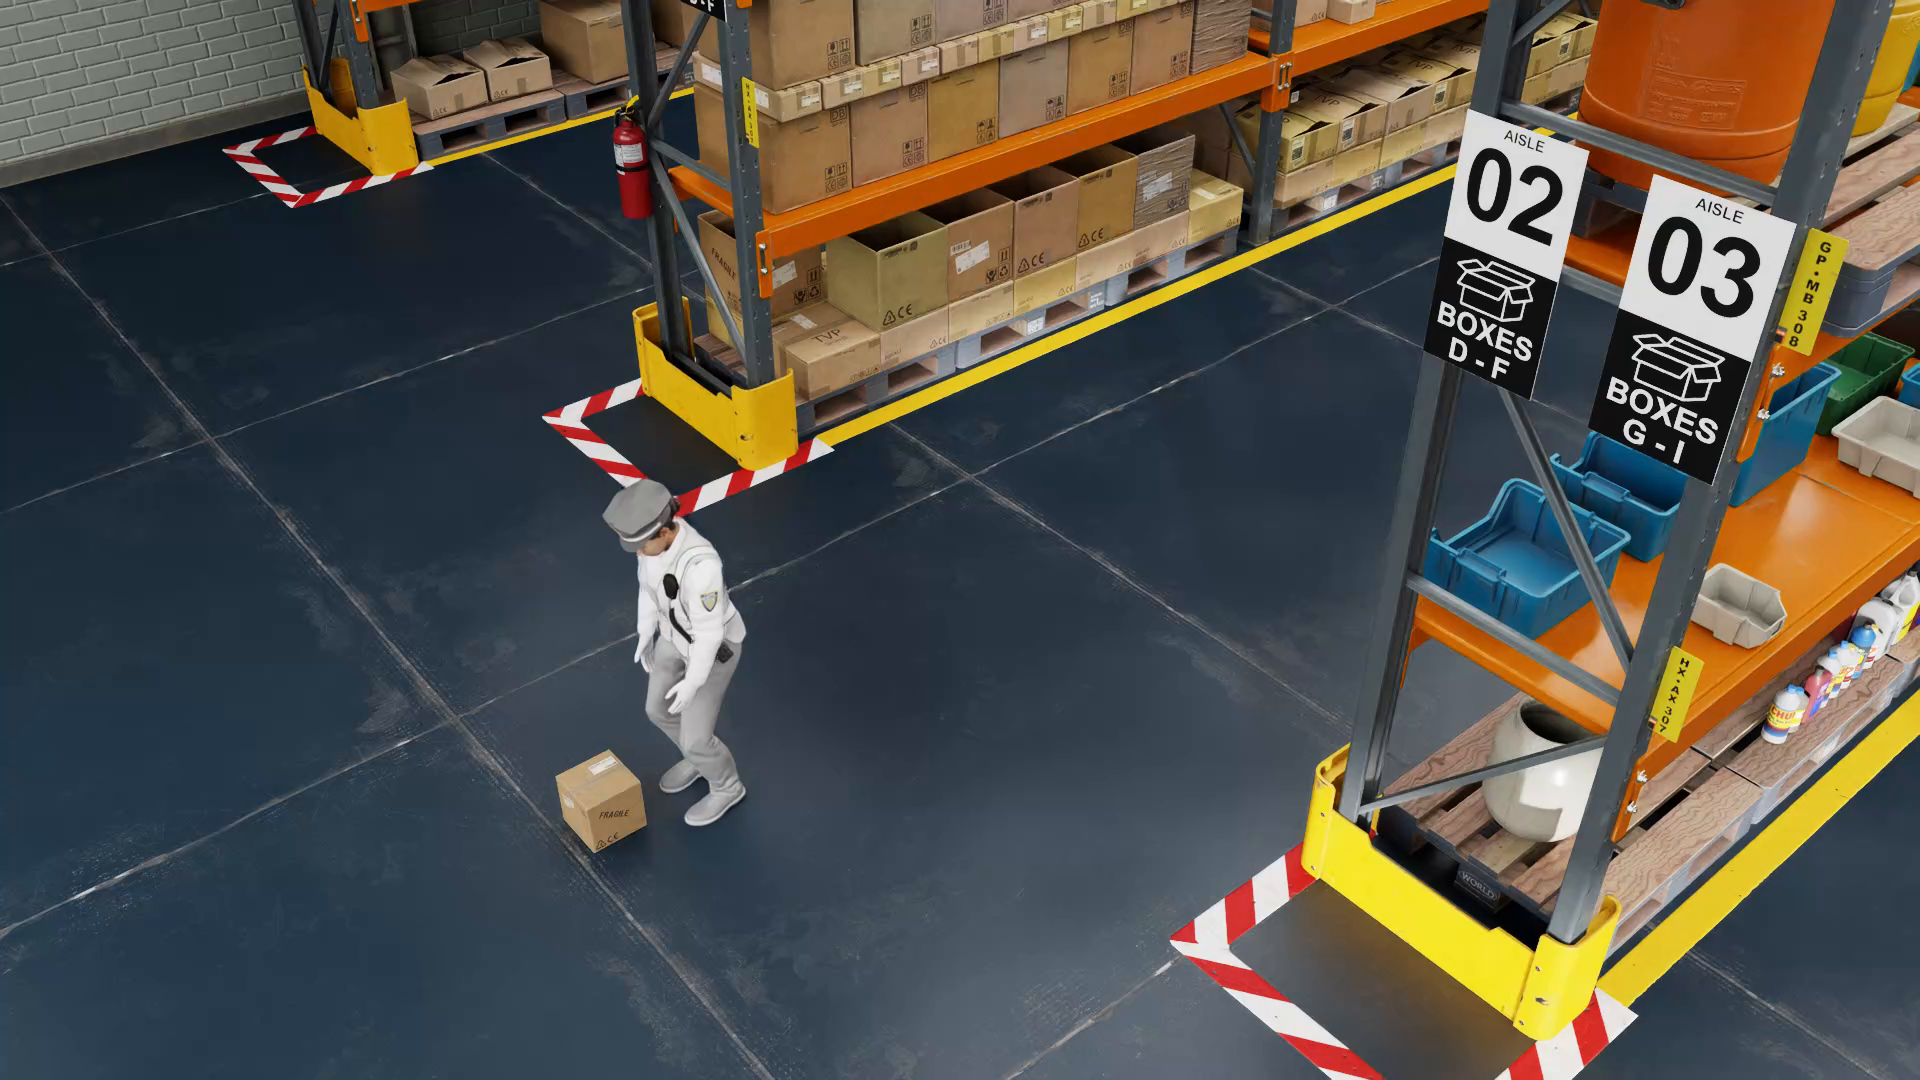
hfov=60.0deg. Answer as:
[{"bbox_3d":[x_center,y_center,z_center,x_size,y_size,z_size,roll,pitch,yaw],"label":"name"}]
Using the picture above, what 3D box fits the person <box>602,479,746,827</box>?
[{"bbox_3d":[-1.077,0.442,6.533,0.485,1.605,0.508,-25,43,-30],"label":"person"}]
